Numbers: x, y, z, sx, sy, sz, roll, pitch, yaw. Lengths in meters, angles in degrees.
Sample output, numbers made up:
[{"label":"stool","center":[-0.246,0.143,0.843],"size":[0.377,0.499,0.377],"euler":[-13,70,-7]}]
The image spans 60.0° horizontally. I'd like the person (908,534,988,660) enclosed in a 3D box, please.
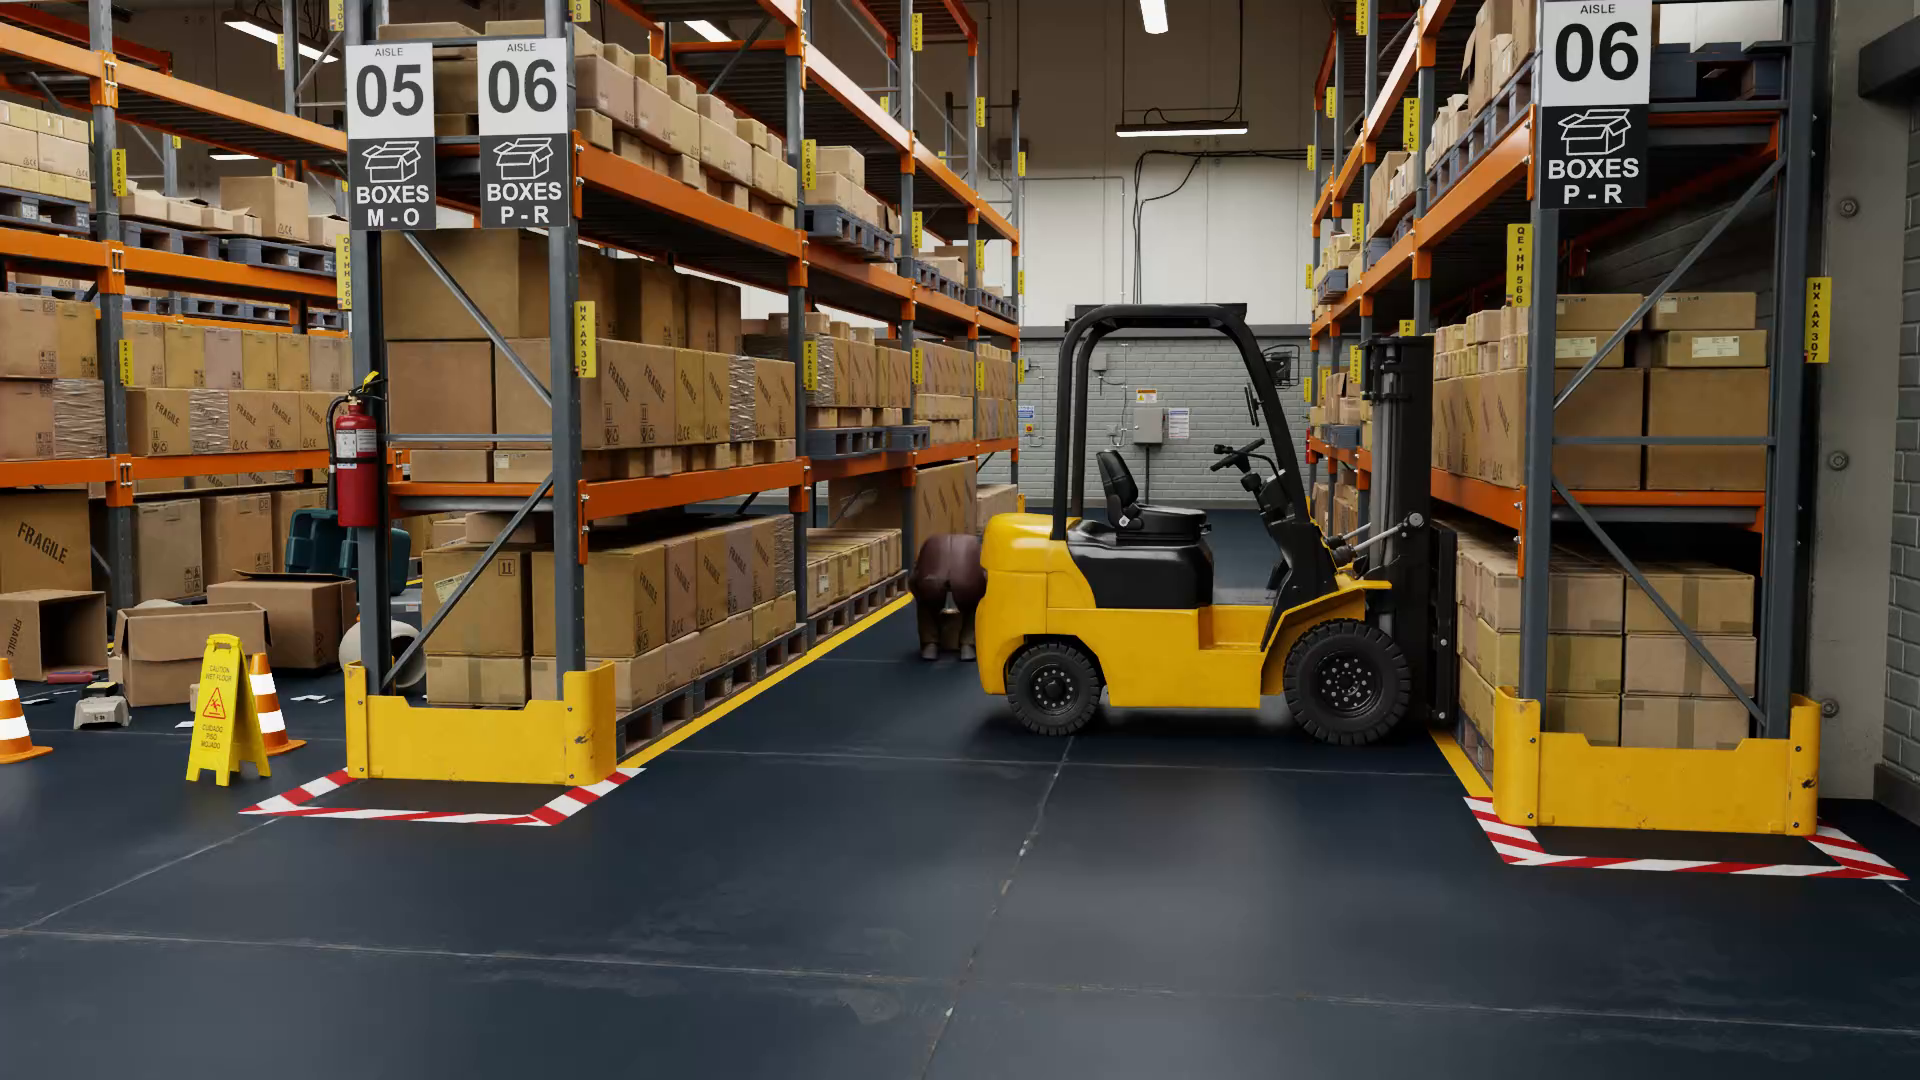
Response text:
[{"label":"person","center":[-0.051,0.373,11.145],"size":[0.581,0.836,0.951],"euler":[0,4,4]}]
